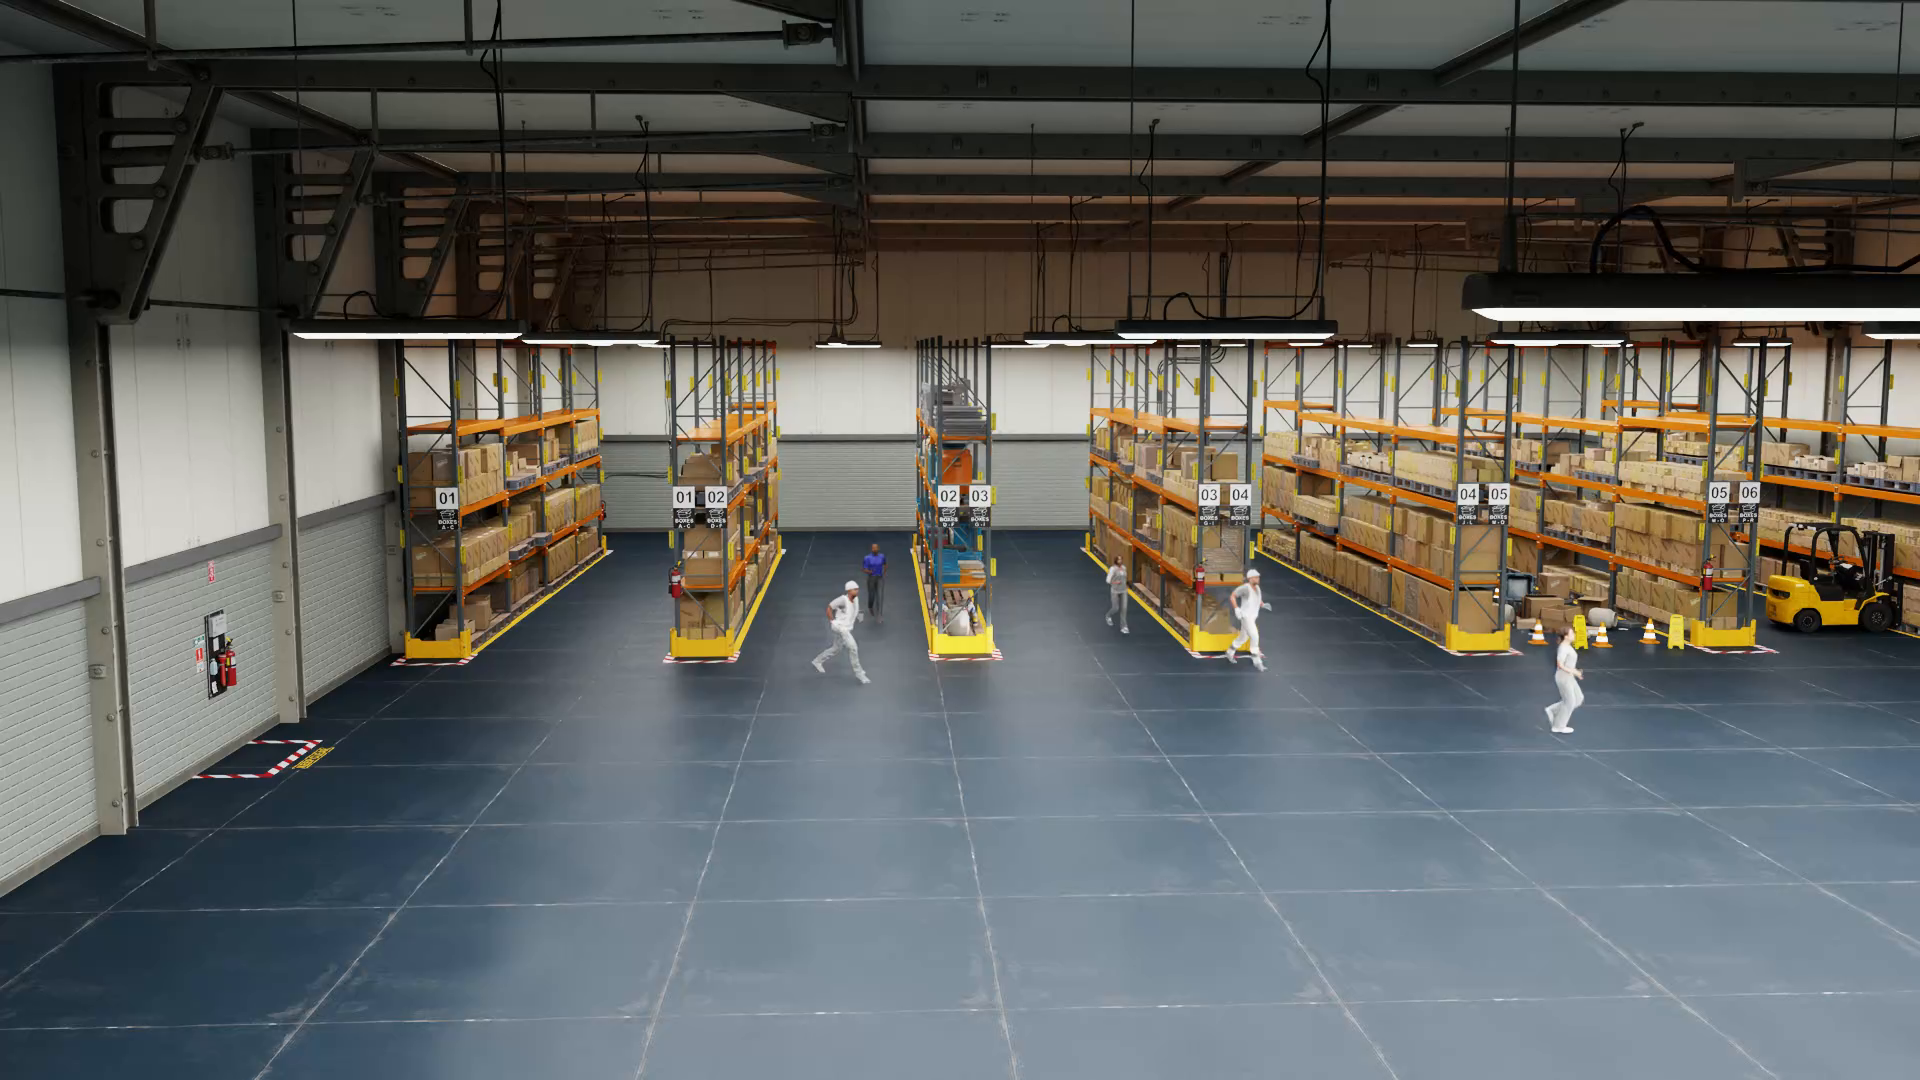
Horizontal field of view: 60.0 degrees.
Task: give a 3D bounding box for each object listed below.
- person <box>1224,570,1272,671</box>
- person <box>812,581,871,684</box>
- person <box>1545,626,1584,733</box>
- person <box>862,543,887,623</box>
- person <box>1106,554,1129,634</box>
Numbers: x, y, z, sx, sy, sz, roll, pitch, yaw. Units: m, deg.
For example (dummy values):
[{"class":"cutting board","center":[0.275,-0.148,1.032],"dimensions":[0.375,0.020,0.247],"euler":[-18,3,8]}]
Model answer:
[{"class":"person","center":[5.200,1.418,30.088],"dimensions":[0.957,1.804,0.602],"euler":[5,8,38]},{"class":"person","center":[-2.067,1.583,28.858],"dimensions":[1.126,1.775,0.684],"euler":[2,7,17]},{"class":"person","center":[9.074,2.087,24.921],"dimensions":[0.553,1.624,0.541],"euler":[3,7,25]},{"class":"person","center":[-1.802,0.887,35.345],"dimensions":[0.581,1.645,0.920],"euler":[-1,7,-12]},{"class":"person","center":[3.232,1.073,33.849],"dimensions":[0.541,1.574,0.867],"euler":[-2,7,-19]}]
